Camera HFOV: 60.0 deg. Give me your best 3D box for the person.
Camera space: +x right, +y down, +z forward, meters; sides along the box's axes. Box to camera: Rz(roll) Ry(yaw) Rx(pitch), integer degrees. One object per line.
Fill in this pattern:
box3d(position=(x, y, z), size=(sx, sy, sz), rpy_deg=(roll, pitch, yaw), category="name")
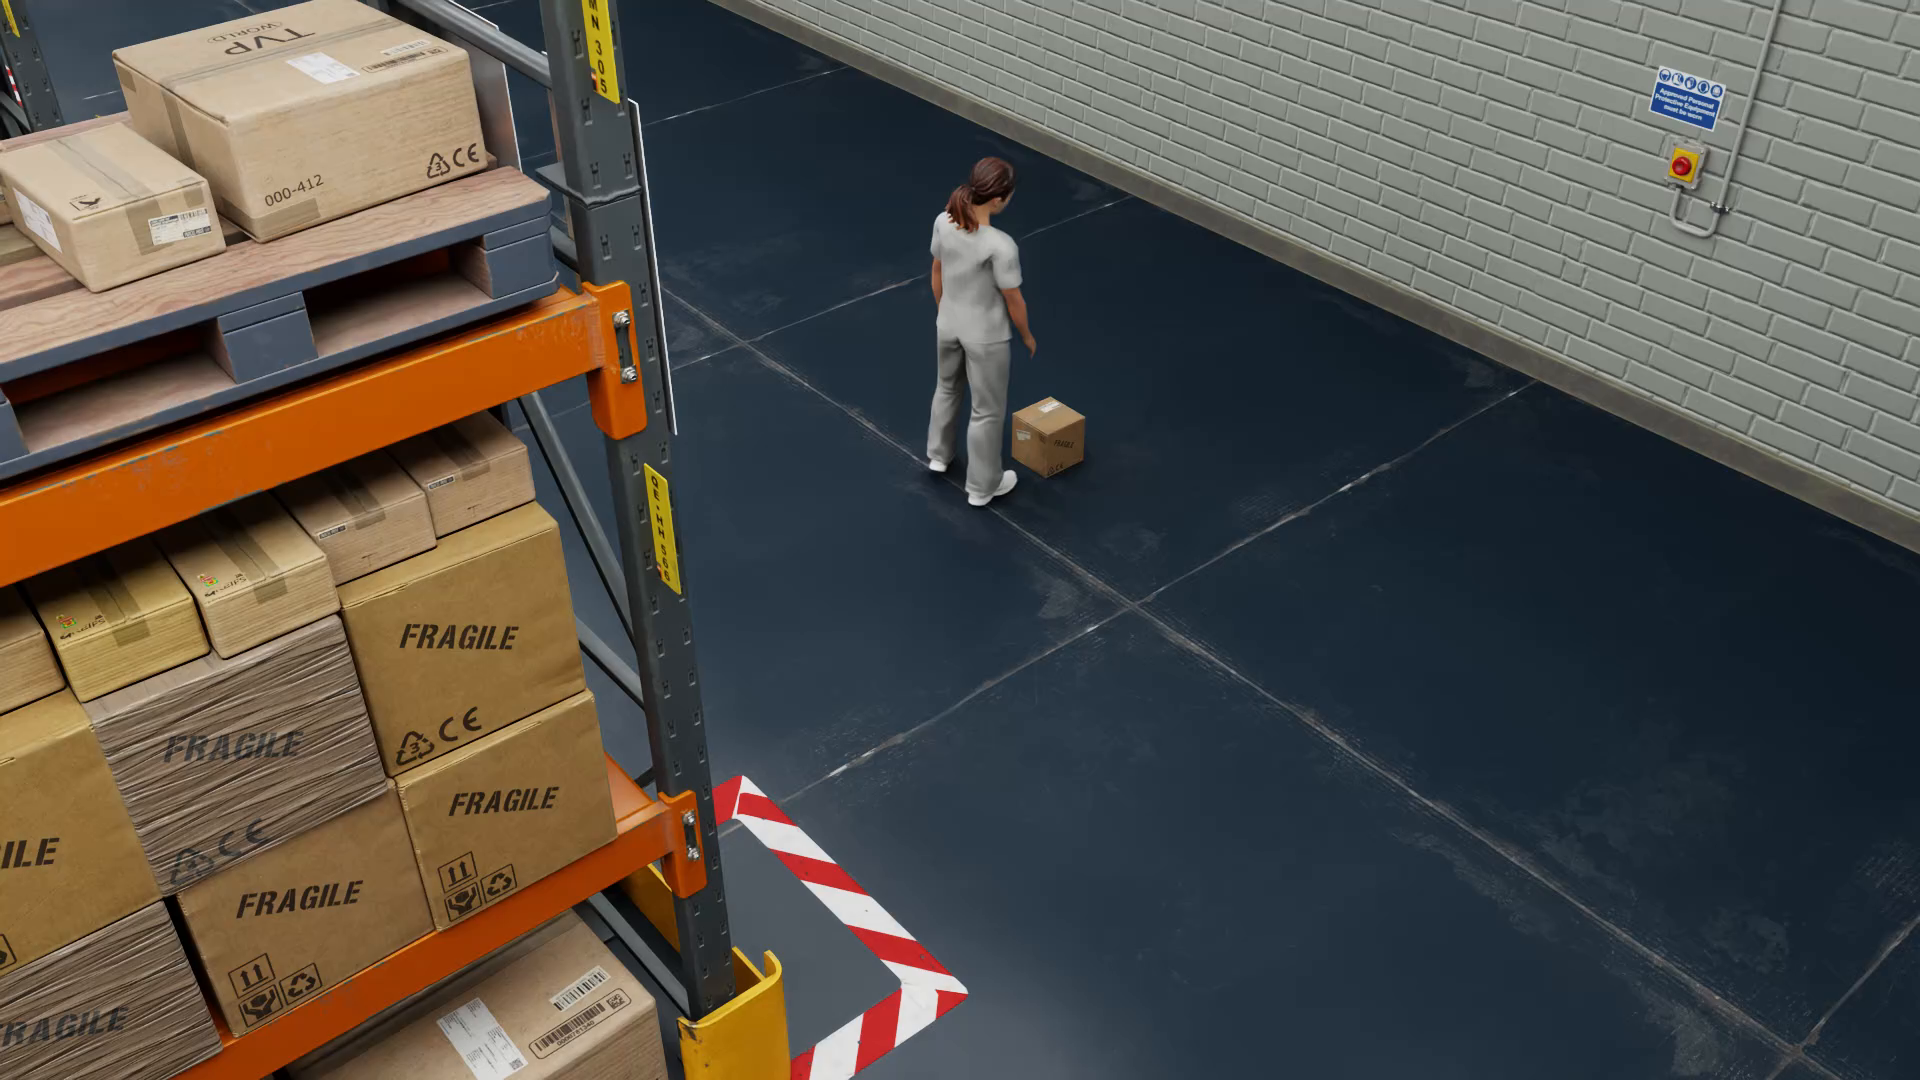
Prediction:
box3d(position=(0.040, -0.936, 7.418), size=(0.627, 1.692, 0.415), rpy_deg=(26, 43, 31), category="person")
